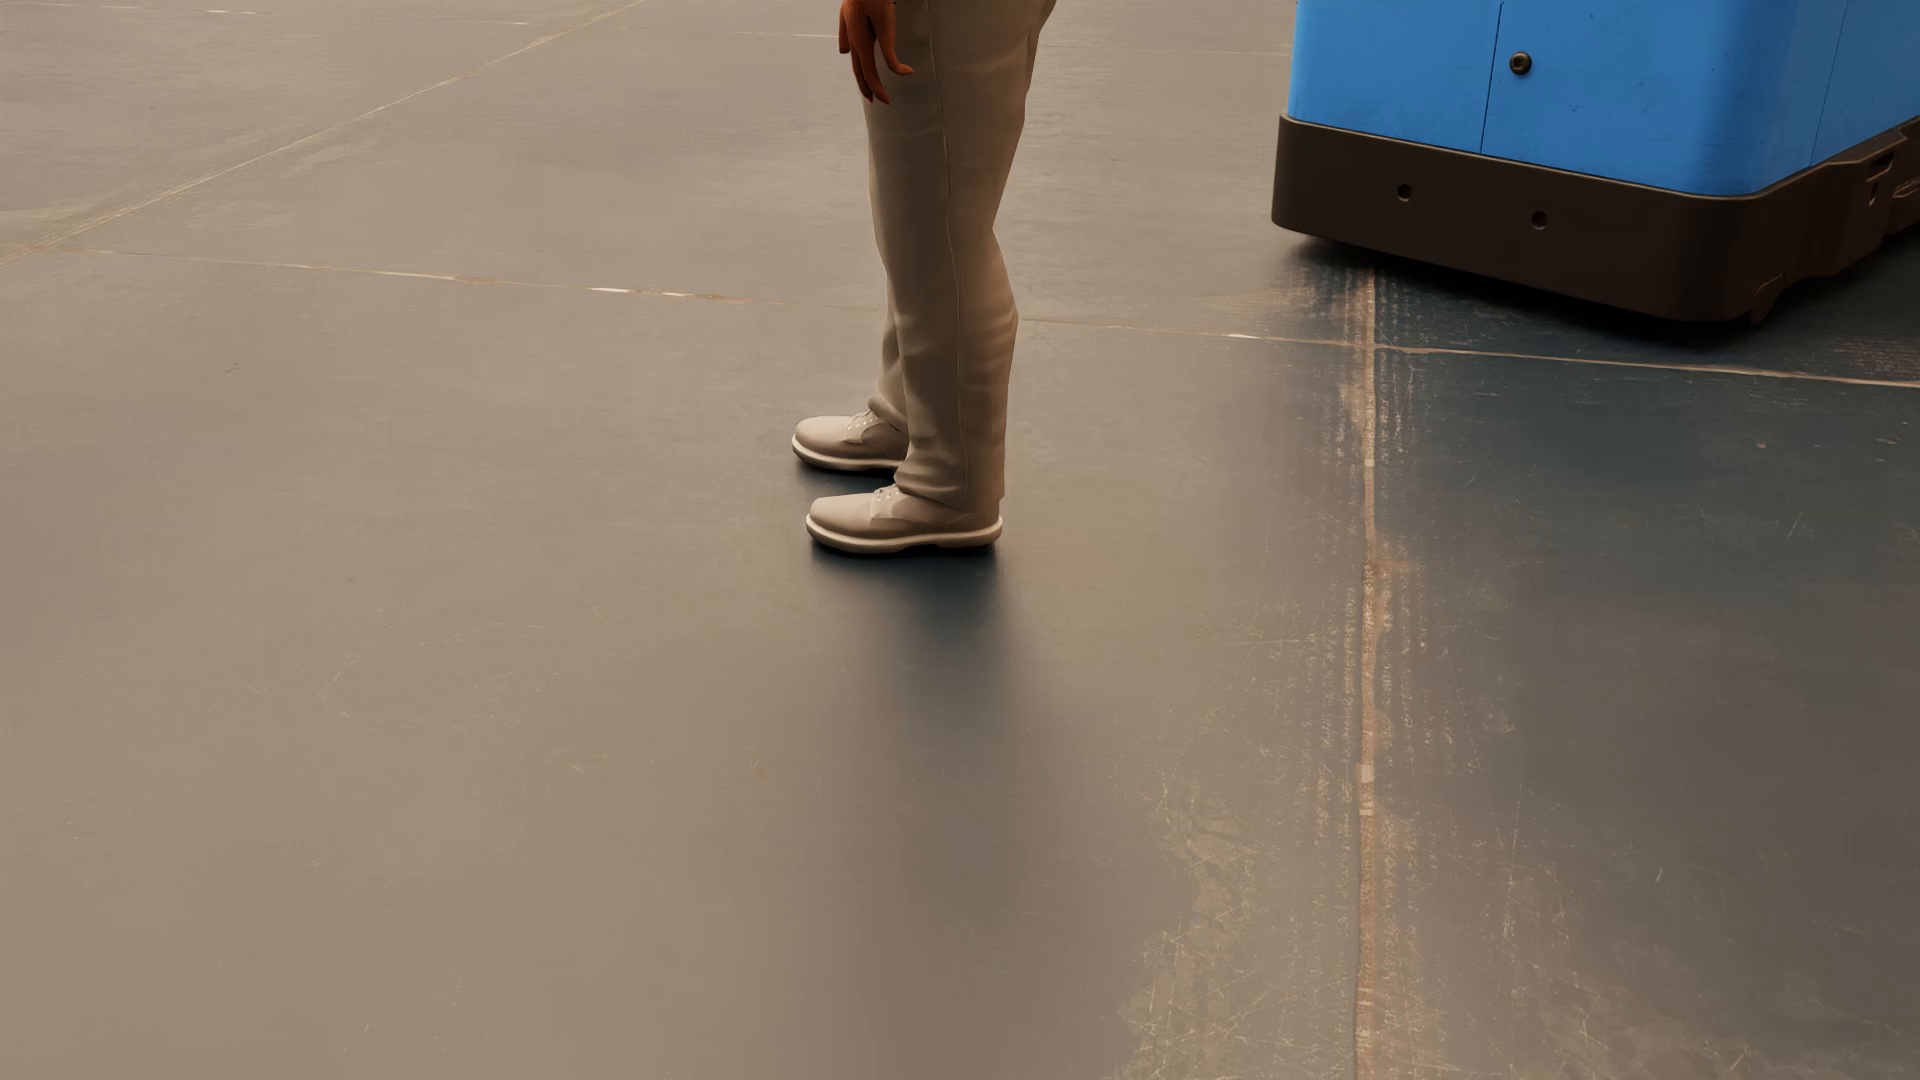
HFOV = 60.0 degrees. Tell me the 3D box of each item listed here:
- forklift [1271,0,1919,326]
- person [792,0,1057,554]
[{"bbox_3d":[2.096,-2.289,3.782,1.130,2.935,3.031,24,35,39],"label":"forklift"},{"bbox_3d":[-0.069,-0.778,2.147,0.528,1.694,0.570,6,27,11],"label":"person"}]
